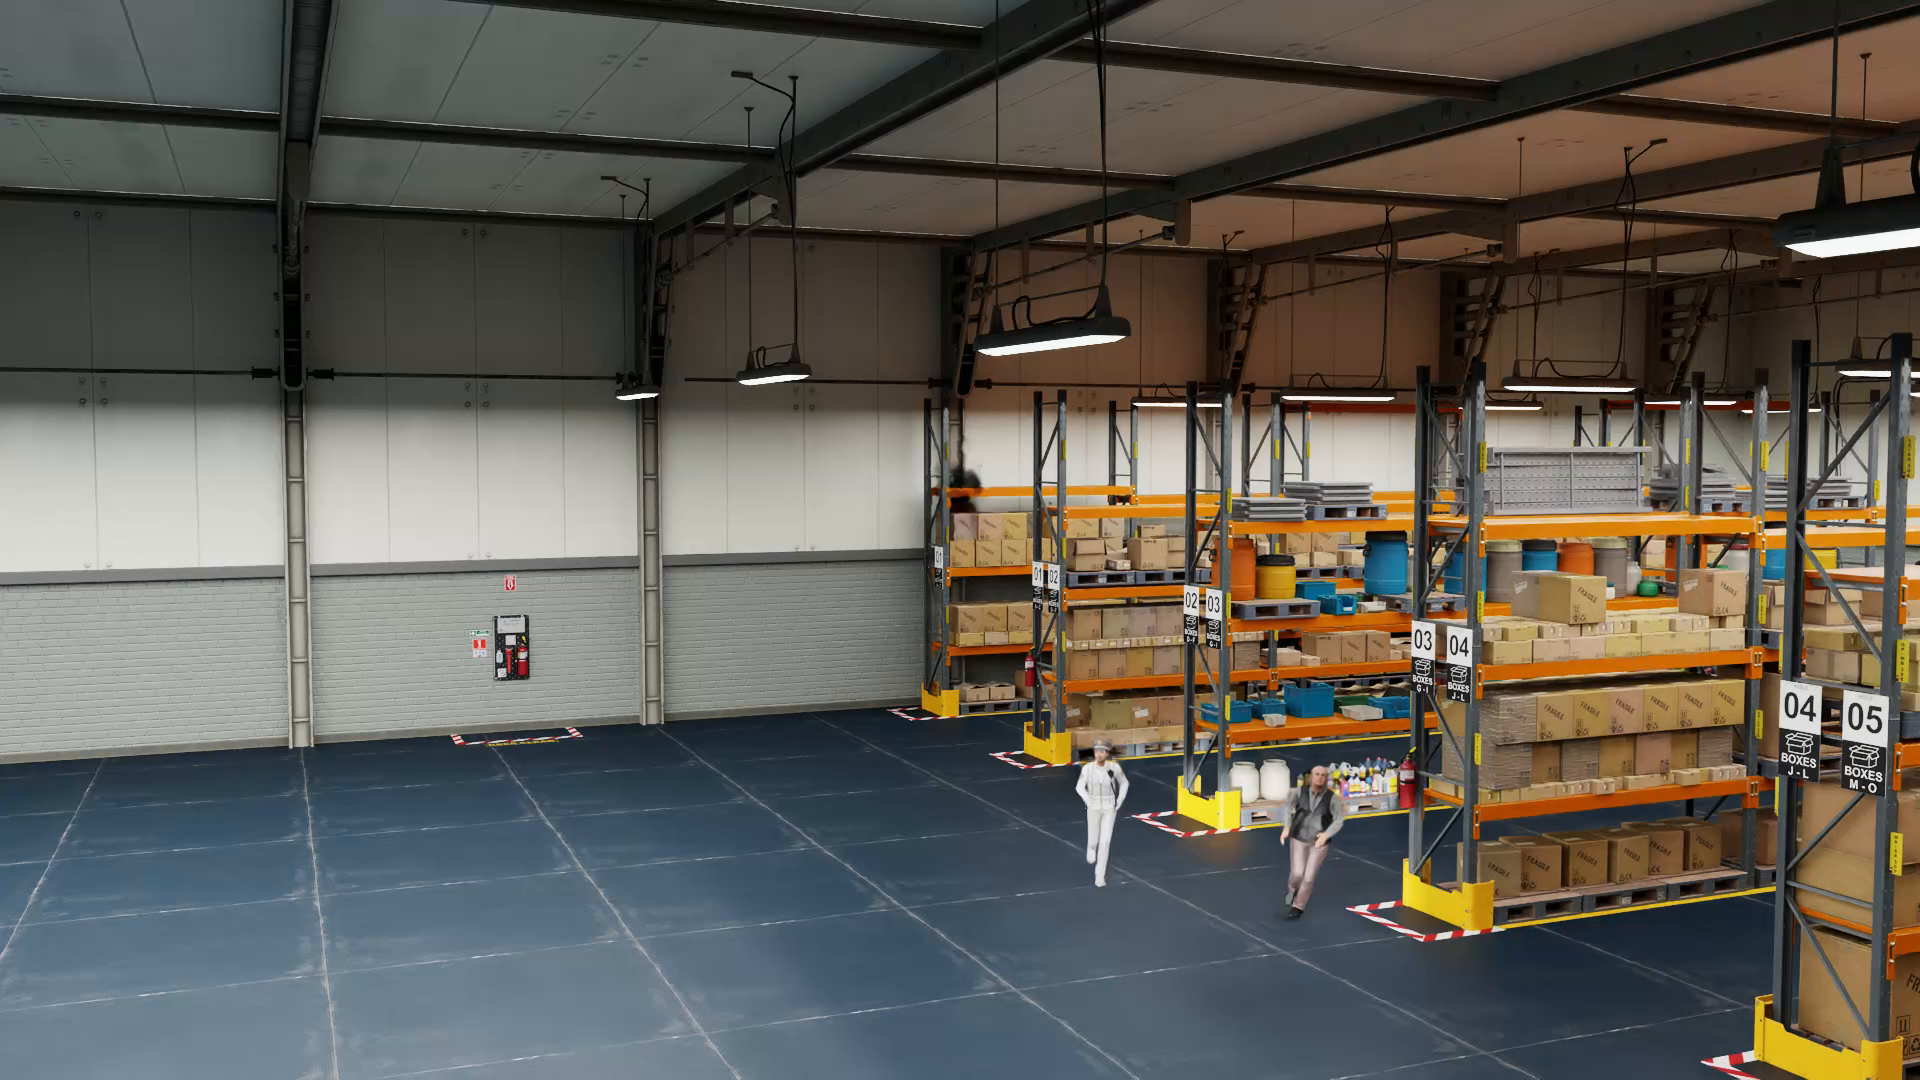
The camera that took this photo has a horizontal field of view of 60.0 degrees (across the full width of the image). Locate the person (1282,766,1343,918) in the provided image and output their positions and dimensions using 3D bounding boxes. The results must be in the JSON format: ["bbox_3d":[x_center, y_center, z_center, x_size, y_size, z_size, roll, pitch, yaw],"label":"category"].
[{"bbox_3d":[3.797,3.273,17.951,0.652,1.662,0.565,1,3,14],"label":"person"}]

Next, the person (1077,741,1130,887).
[{"bbox_3d":[1.690,3.189,19.637,0.622,1.681,0.683,0,3,8],"label":"person"}]
